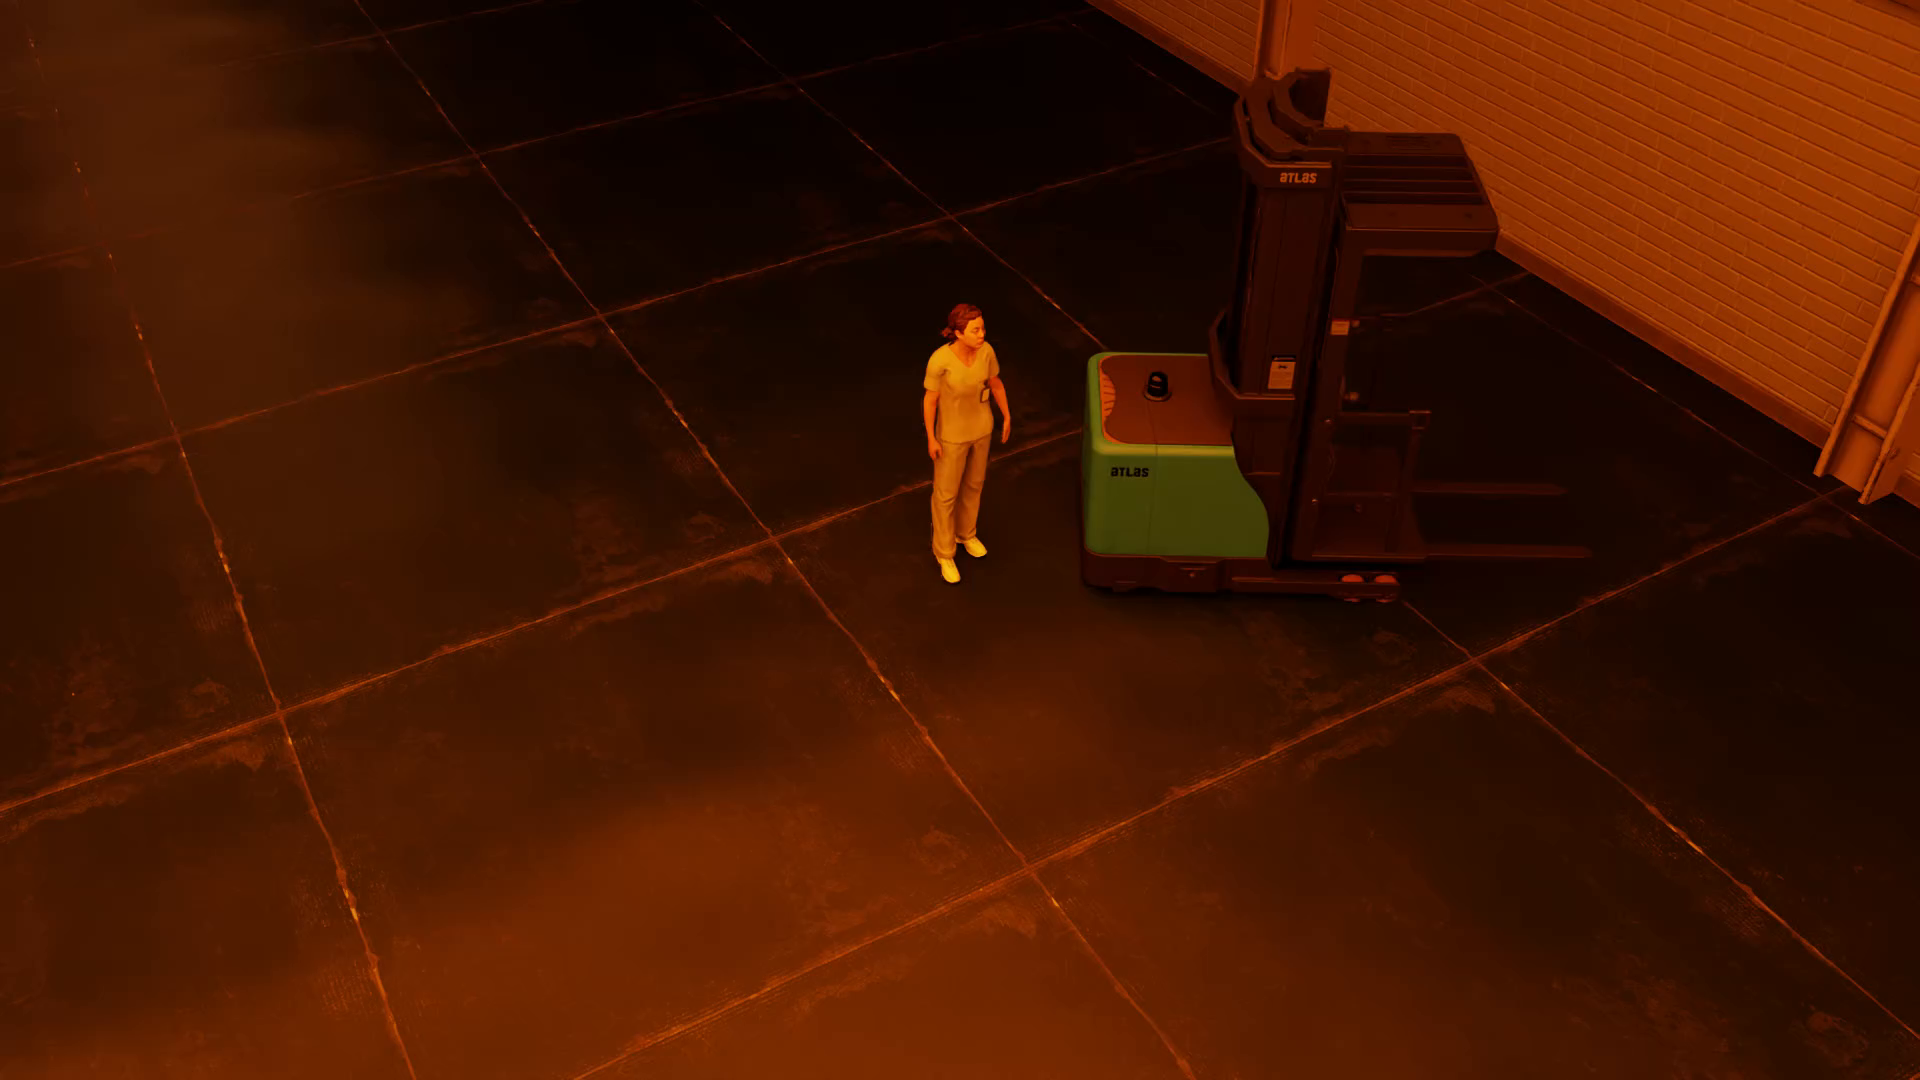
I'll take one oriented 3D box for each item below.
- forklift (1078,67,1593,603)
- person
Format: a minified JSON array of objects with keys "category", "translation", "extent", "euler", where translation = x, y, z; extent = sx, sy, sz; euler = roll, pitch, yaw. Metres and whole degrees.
[{"category":"forklift","translation":[2.255,-1.104,9.367],"extent":[3.031,2.935,1.130],"euler":[1,40,1]},{"category":"person","translation":[0.058,-0.597,9.738],"extent":[0.571,1.675,0.521],"euler":[-21,44,-24]}]
